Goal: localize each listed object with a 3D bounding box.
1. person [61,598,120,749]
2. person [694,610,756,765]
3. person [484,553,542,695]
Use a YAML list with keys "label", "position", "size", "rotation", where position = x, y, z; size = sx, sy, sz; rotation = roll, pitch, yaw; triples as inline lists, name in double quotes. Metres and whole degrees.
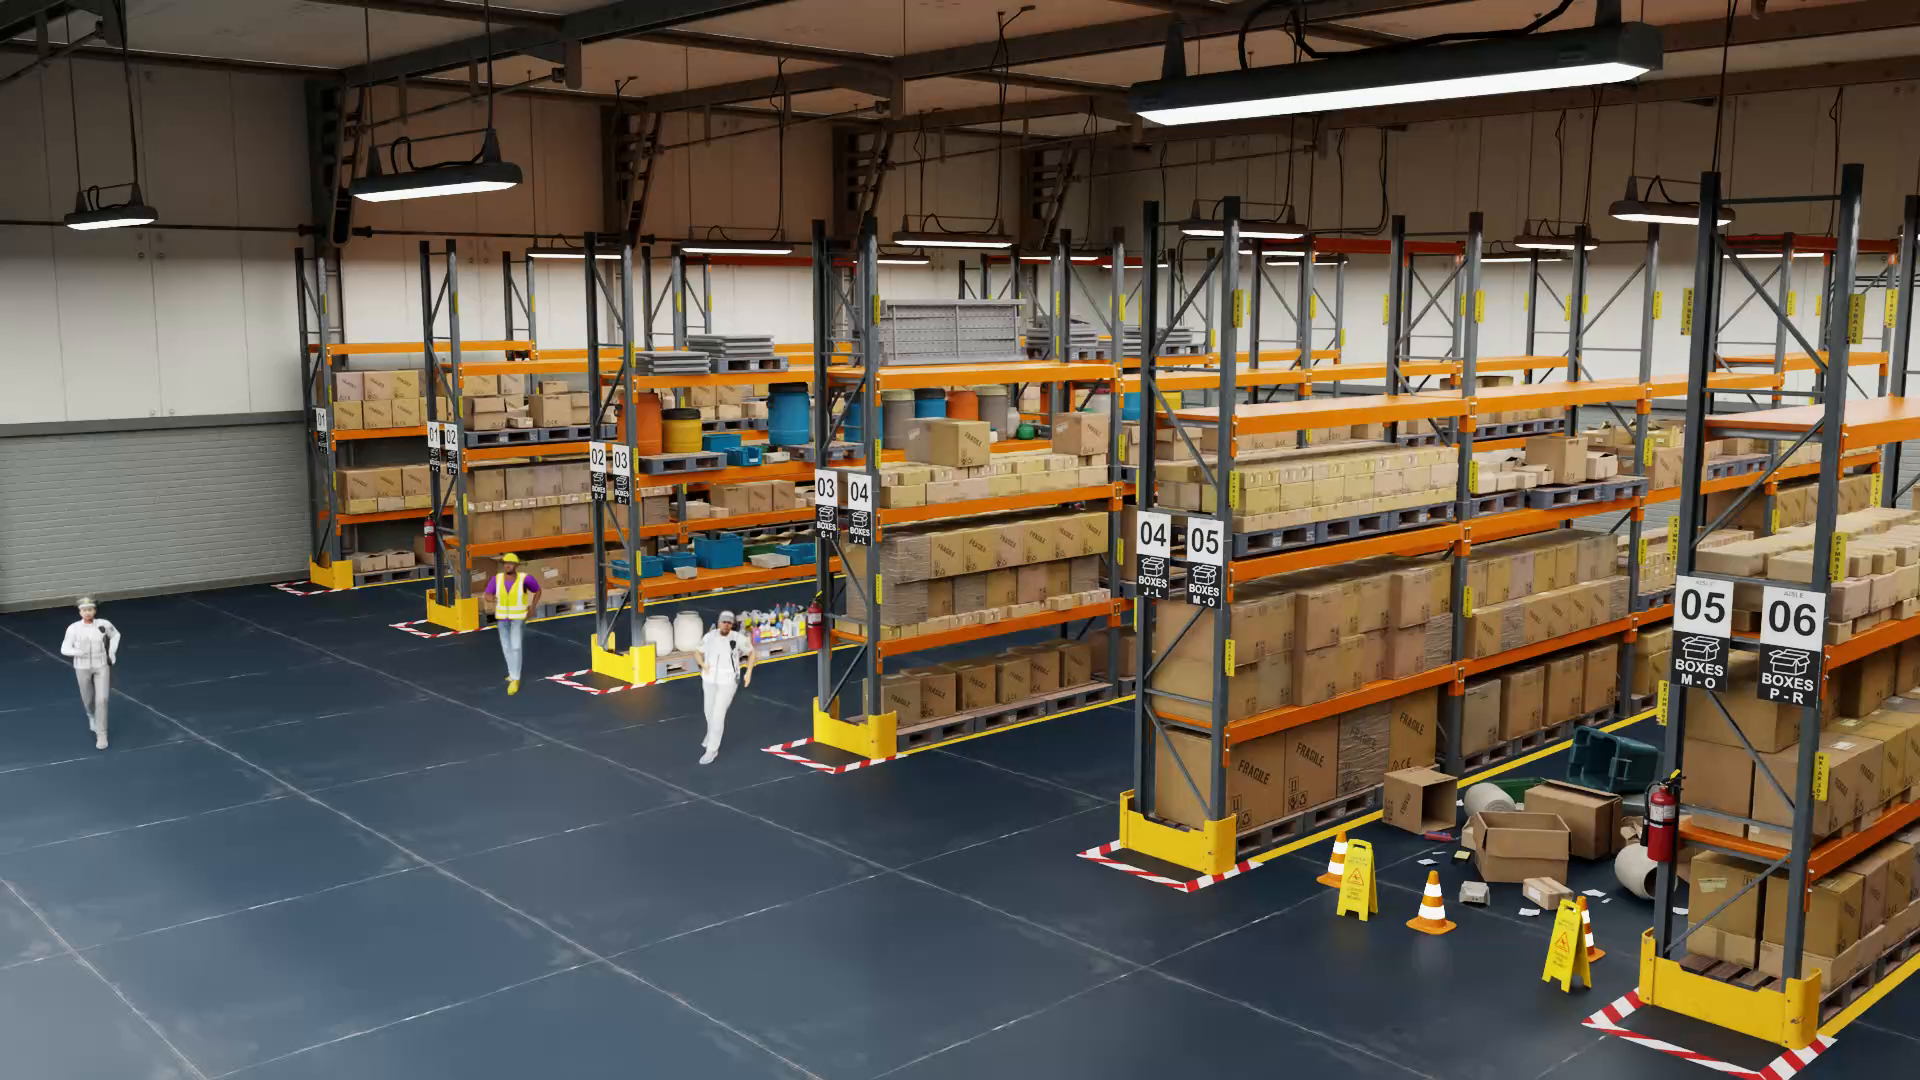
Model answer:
- label: "person"
  position: [-10.044, 1.494, 19.259]
  size: [0.612, 1.701, 0.920]
  rotation: [-4, 9, -25]
- label: "person"
  position: [-2.669, 1.606, 18.685]
  size: [0.676, 1.664, 0.871]
  rotation: [2, 9, 10]
- label: "person"
  position: [-5.939, 1.072, 21.954]
  size: [0.697, 1.818, 0.768]
  rotation: [1, 8, 6]
